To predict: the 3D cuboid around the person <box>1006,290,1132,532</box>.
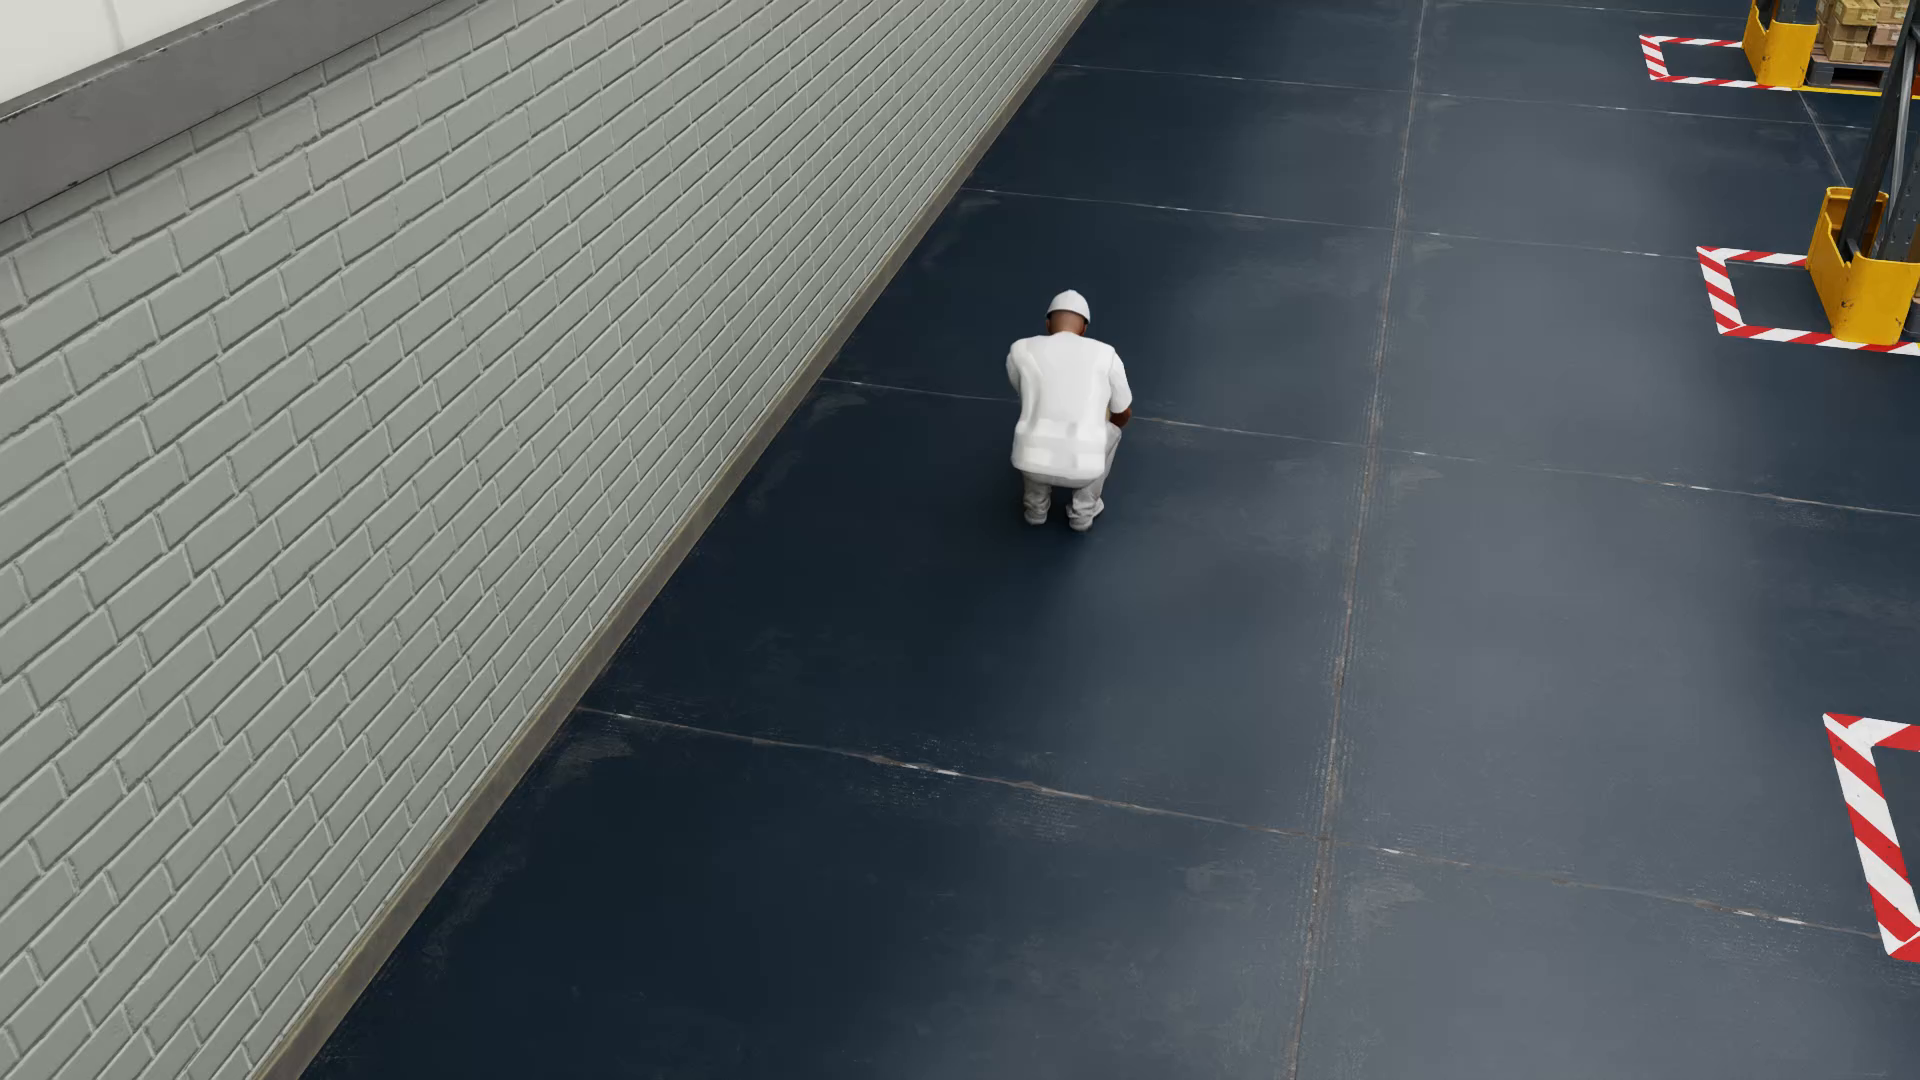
[{"bbox_3d":[0.490,-0.595,7.769,0.588,0.996,0.858,8,33,12],"label":"person"}]
